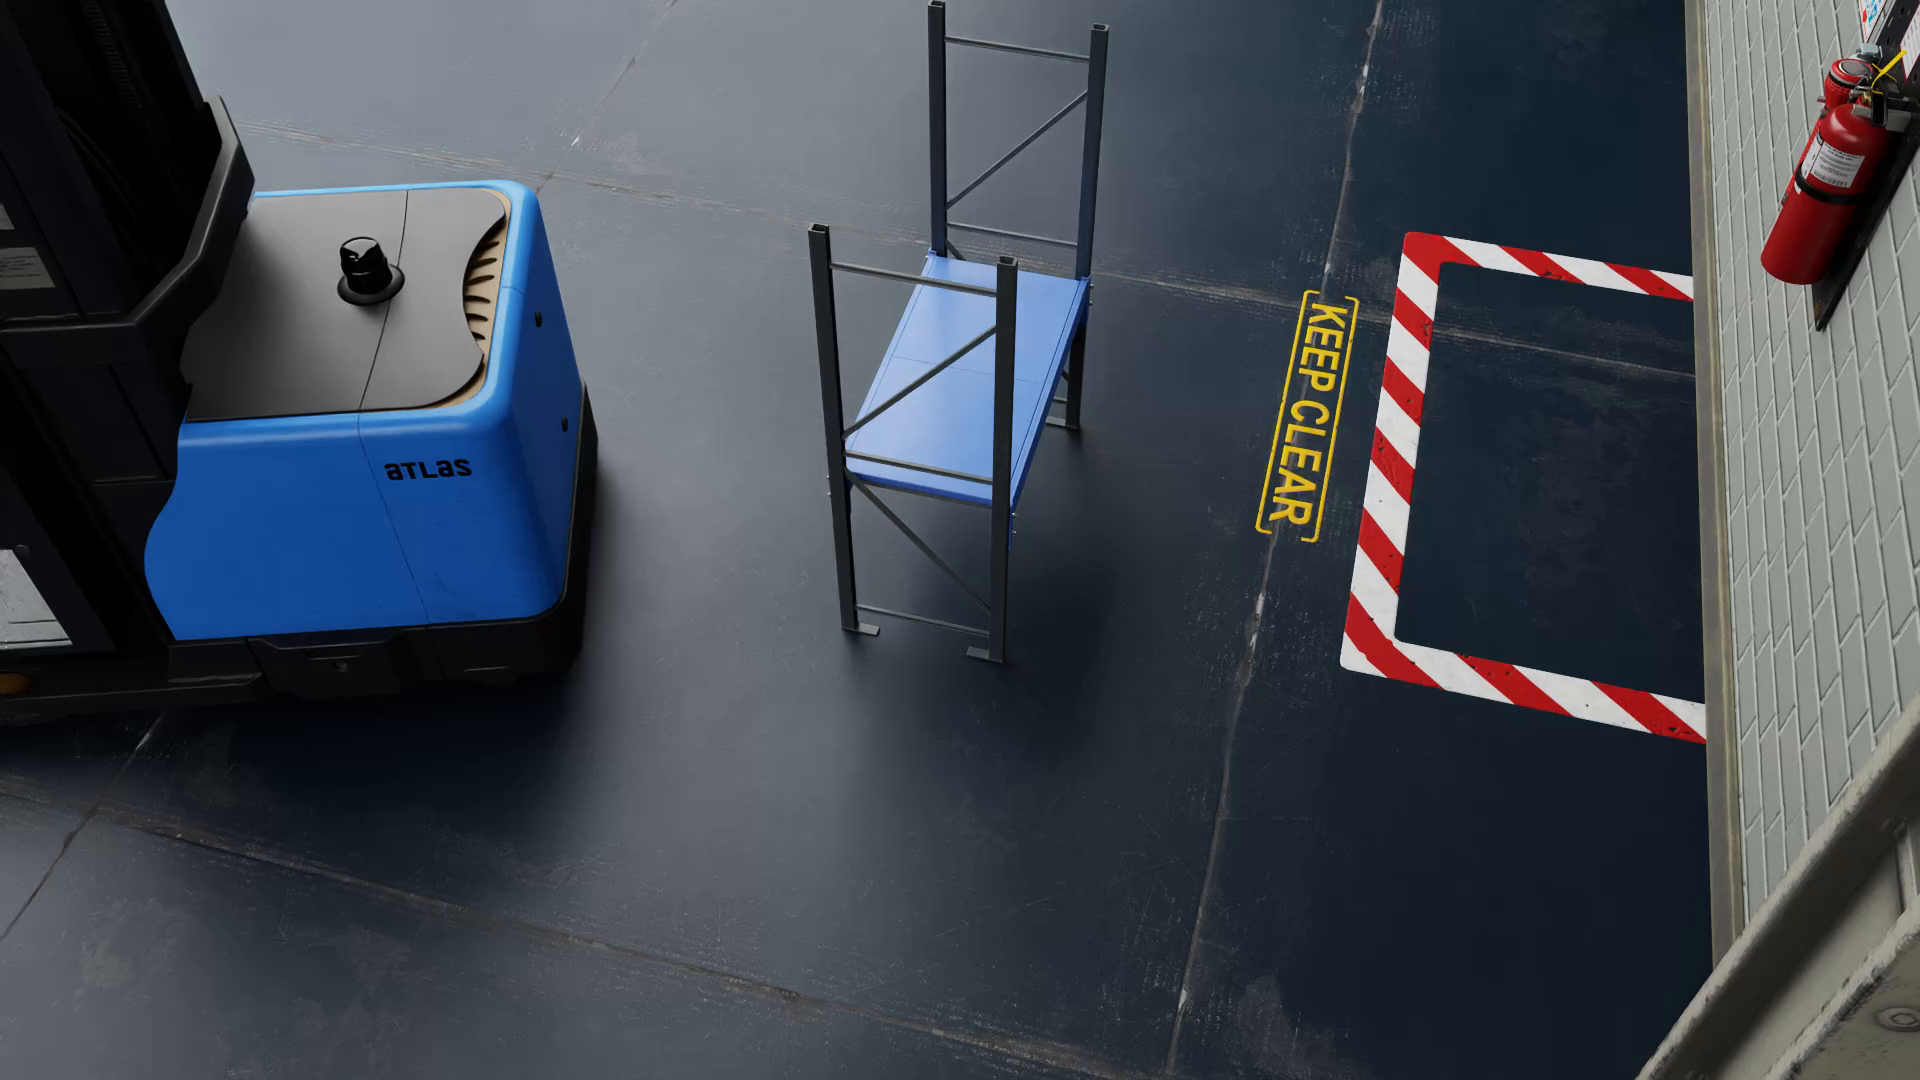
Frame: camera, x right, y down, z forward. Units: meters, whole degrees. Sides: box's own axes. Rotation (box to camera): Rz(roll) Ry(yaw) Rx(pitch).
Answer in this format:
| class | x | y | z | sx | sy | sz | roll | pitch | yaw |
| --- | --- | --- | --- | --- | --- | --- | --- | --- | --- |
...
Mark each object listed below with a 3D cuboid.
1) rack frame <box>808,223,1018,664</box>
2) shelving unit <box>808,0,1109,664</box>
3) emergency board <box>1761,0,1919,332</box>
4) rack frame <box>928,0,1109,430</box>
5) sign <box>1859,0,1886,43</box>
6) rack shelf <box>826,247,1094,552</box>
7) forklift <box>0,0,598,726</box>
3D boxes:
| class | x | y | z | sx | sy | sz | roll | pitch | yaw |
| --- | --- | --- | --- | --- | --- | --- | --- | --- | --- |
| rack frame | -0.111 | -0.190 | 4.418 | 0.500 | 1.500 | 0.032 | 12 | 50 | 10 |
| shelving unit | 0.022 | -0.558 | 4.742 | 0.538 | 1.500 | 1.048 | 12 | 50 | 10 |
| emergency board | 2.329 | -1.193 | 4.302 | 0.194 | 1.169 | 0.643 | 12 | 50 | 10 |
| rack frame | 0.156 | -0.926 | 5.067 | 0.500 | 1.500 | 0.032 | 12 | 50 | 10 |
| sign | 2.574 | -1.584 | 4.624 | 0.001 | 0.329 | 0.234 | 12 | 50 | 10 |
| rack shelf | 0.022 | -0.439 | 4.877 | 0.538 | 0.185 | 1.000 | 12 | 50 | 10 |
| forklift | -2.658 | -0.839 | 4.035 | 3.031 | 2.935 | 1.130 | -4 | 49 | -3 |
